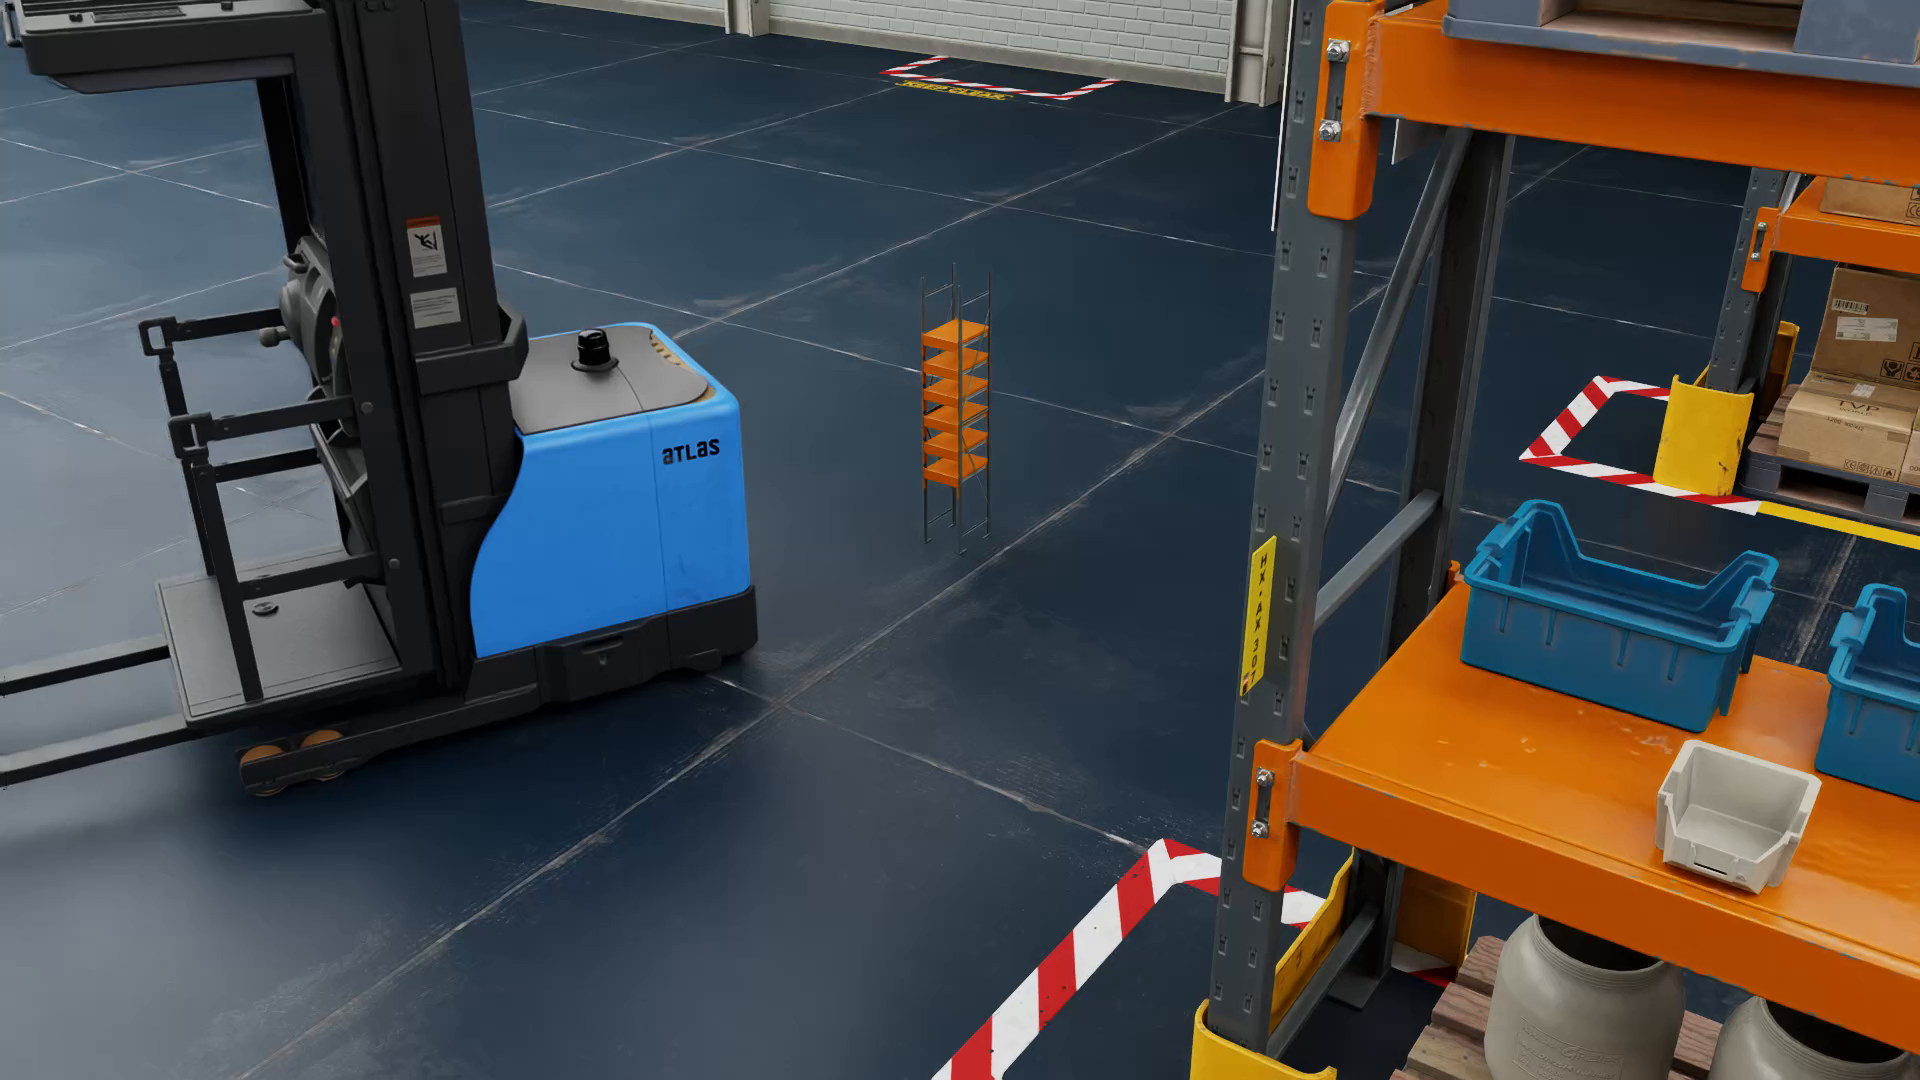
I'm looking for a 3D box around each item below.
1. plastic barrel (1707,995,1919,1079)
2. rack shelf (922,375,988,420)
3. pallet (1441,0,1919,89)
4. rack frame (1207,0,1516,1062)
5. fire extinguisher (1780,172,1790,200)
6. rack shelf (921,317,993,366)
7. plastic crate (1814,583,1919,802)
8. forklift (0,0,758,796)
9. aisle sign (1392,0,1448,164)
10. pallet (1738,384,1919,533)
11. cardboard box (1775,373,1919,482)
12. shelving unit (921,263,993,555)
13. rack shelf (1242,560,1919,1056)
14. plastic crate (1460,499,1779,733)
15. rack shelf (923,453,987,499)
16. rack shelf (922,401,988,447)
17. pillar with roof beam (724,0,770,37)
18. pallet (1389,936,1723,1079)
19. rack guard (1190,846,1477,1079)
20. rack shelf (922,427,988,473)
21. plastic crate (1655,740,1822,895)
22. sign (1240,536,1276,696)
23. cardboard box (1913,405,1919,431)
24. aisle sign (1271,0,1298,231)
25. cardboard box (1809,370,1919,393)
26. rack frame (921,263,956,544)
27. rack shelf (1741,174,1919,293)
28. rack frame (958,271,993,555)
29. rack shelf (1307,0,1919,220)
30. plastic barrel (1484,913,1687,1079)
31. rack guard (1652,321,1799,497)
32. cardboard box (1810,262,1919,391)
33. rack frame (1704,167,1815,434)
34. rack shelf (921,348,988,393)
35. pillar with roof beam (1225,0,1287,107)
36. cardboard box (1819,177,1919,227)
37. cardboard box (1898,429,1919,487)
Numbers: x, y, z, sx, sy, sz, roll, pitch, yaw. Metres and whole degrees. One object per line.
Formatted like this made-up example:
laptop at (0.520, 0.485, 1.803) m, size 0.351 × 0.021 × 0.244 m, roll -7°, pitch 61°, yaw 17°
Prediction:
plastic barrel at (1.911, 1.264, 3.739) m, size 0.421 × 0.512 × 0.421 m, roll 0°, pitch 27°, yaw 0°
rack shelf at (-0.012, -0.606, 6.951) m, size 0.180 × 0.103 × 0.258 m, roll 17°, pitch 32°, yaw 30°
pallet at (1.539, -0.931, 2.672) m, size 1.213 × 0.211 × 1.003 m, roll 17°, pitch 32°, yaw 30°
rack frame at (0.913, 0.073, 3.799) m, size 0.127 × 3.000 × 1.000 m, roll 17°, pitch 32°, yaw 30°
fire extinguisher at (3.886, -1.947, 7.855) m, size 0.183 × 0.674 × 0.296 m, roll 17°, pitch 32°, yaw 30°
rack shelf at (-0.012, -0.820, 6.842) m, size 0.180 × 0.103 × 0.258 m, roll 17°, pitch 32°, yaw 30°
plastic crate at (2.027, 0.325, 3.468) m, size 0.408 × 0.251 × 0.499 m, roll 17°, pitch 32°, yaw 30°
forklift at (-2.314, -0.723, 5.439) m, size 3.031 × 2.935 × 1.130 m, roll -14°, pitch 30°, yaw -25°
aisle sign at (1.021, -1.215, 3.464) m, size 0.004 × 0.787 × 0.394 m, roll 17°, pitch 32°, yaw 30°
pallet at (4.374, -0.354, 7.714) m, size 1.213 × 0.211 × 1.003 m, roll 17°, pitch 32°, yaw 30°
cardboard box at (4.036, -0.519, 7.531) m, size 0.500 × 0.250 × 0.500 m, roll 17°, pitch 32°, yaw 30°
shelving unit at (-0.012, -0.538, 6.985) m, size 0.189 × 1.200 × 0.258 m, roll 17°, pitch 32°, yaw 30°
rack shelf at (2.561, 0.907, 2.953) m, size 4.000 × 0.370 × 1.077 m, roll 17°, pitch 32°, yaw 30°
plastic crate at (1.495, 0.156, 3.800) m, size 0.616 × 0.251 × 0.499 m, roll 17°, pitch 32°, yaw 30°
rack shelf at (-0.012, -0.285, 7.114) m, size 0.180 × 0.103 × 0.258 m, roll 17°, pitch 32°, yaw 30°
rack shelf at (-0.012, -0.499, 7.005) m, size 0.180 × 0.103 × 0.258 m, roll 17°, pitch 32°, yaw 30°
pillar with roof beam at (-4.740, -7.920, 12.891) m, size 0.400 × 9.000 × 9.100 m, roll 17°, pitch 32°, yaw 30°
pallet at (1.668, 1.528, 4.014) m, size 1.213 × 0.211 × 1.003 m, roll 17°, pitch 32°, yaw 30°
rack guard at (1.002, 1.189, 4.362) m, size 0.348 × 0.500 × 1.175 m, roll 17°, pitch 32°, yaw 30°
rack shelf at (-0.012, -0.392, 7.060) m, size 0.180 × 0.103 × 0.258 m, roll 17°, pitch 32°, yaw 30°
plastic crate at (1.468, 0.541, 3.171) m, size 0.250 × 0.136 × 0.298 m, roll 17°, pitch 32°, yaw 30°
sign at (0.598, 0.154, 3.335) m, size 0.005 × 0.325 × 0.100 m, roll 17°, pitch 32°, yaw 30°
cardboard box at (4.449, -0.725, 7.110) m, size 0.500 × 0.500 × 0.500 m, roll 17°, pitch 32°, yaw 30°
aisle sign at (0.687, -0.994, 3.031) m, size 0.004 × 0.787 × 0.394 m, roll 17°, pitch 32°, yaw 30°
cardboard box at (4.329, -0.712, 7.911) m, size 0.500 × 0.250 × 0.500 m, roll 17°, pitch 32°, yaw 30°
rack frame at (-0.087, -0.562, 7.031) m, size 0.006 × 1.200 × 0.240 m, roll 17°, pitch 32°, yaw 30°
rack shelf at (5.369, -0.944, 6.590) m, size 4.000 × 0.370 × 1.077 m, roll 17°, pitch 32°, yaw 30°
rack frame at (0.063, -0.515, 6.939) m, size 0.006 × 1.200 × 0.240 m, roll 17°, pitch 32°, yaw 30°
rack shelf at (2.561, -0.430, 2.273) m, size 4.000 × 0.370 × 1.077 m, roll 17°, pitch 32°, yaw 30°
plastic barrel at (1.498, 1.135, 3.992) m, size 0.421 × 0.512 × 0.421 m, roll 0°, pitch 27°, yaw 0°
rack guard at (3.700, -0.670, 8.015) m, size 0.348 × 0.500 × 1.175 m, roll 17°, pitch 32°, yaw 30°
cardboard box at (4.331, -1.047, 7.743) m, size 0.500 × 0.500 × 0.500 m, roll 17°, pitch 32°, yaw 30°
rack frame at (3.720, -1.778, 7.436) m, size 0.127 × 3.000 × 1.000 m, roll 17°, pitch 32°, yaw 30°
rack shelf at (-0.012, -0.713, 6.896) m, size 0.180 × 0.103 × 0.258 m, roll 17°, pitch 32°, yaw 30°
pillar with roof beam at (0.205, -6.379, 9.864) m, size 0.400 × 9.000 × 9.100 m, roll 17°, pitch 32°, yaw 30°
cardboard box at (4.098, -1.698, 7.169) m, size 0.500 × 0.500 × 0.700 m, roll 17°, pitch 32°, yaw 30°
cardboard box at (4.450, -0.392, 7.281) m, size 0.500 × 0.250 × 0.500 m, roll 17°, pitch 32°, yaw 30°
